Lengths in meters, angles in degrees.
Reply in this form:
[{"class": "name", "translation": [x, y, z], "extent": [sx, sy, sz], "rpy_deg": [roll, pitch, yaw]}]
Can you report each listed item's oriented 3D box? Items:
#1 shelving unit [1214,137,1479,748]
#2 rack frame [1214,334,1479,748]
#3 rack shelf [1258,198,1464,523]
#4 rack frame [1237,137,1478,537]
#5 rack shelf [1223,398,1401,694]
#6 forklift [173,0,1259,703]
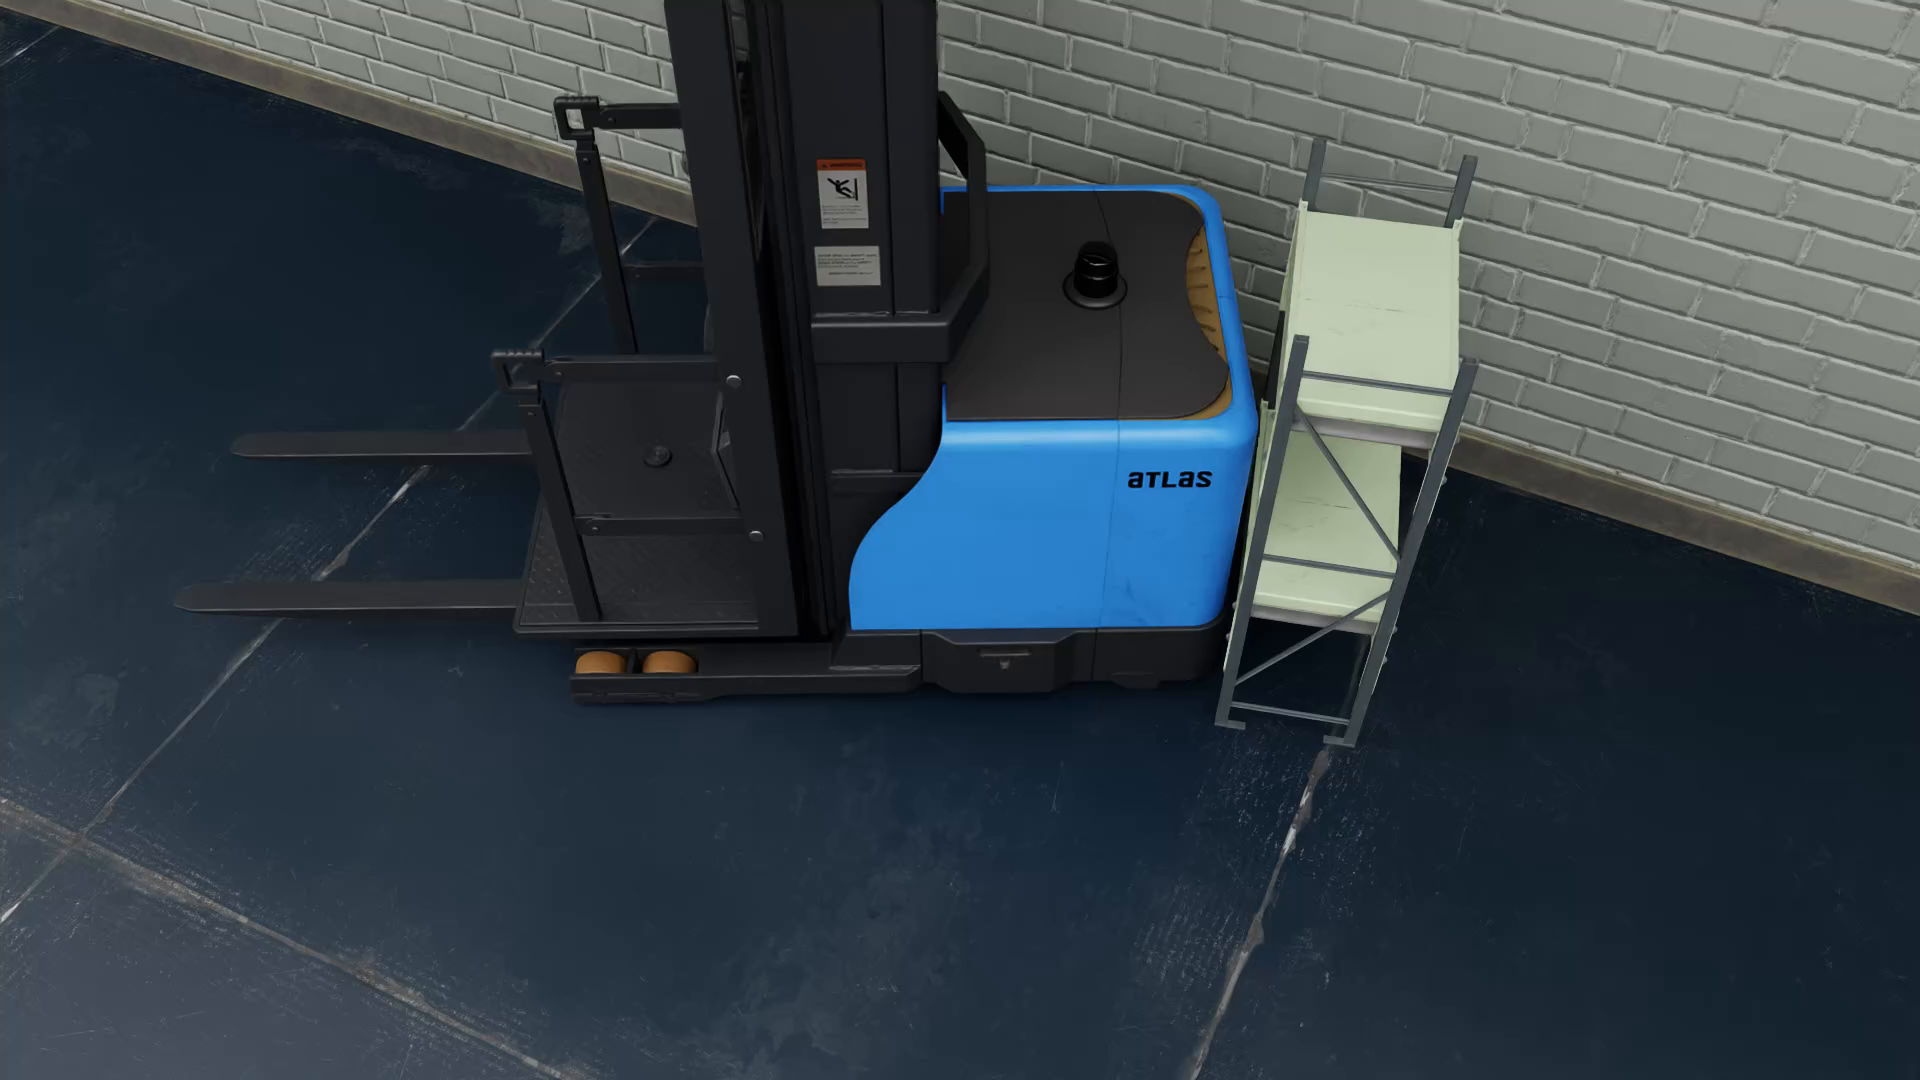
[{"class": "shelving unit", "translation": [1.002, -0.204, 4.439], "extent": [0.431, 1.500, 0.755], "rpy_deg": [9, 50, 7]}, {"class": "rack frame", "translation": [0.931, 0.070, 4.206], "extent": [0.400, 1.500, 0.023], "rpy_deg": [9, 50, 7]}, {"class": "rack shelf", "translation": [1.002, -0.457, 4.141], "extent": [0.431, 0.370, 0.720], "rpy_deg": [9, 50, 7]}, {"class": "rack frame", "translation": [1.073, -0.477, 4.671], "extent": [0.400, 1.500, 0.023], "rpy_deg": [9, 50, 7]}, {"class": "rack shelf", "translation": [1.002, 0.007, 4.687], "extent": [0.431, 0.370, 0.720], "rpy_deg": [9, 50, 7]}, {"class": "forklift", "translation": [-0.762, -0.883, 4.077], "extent": [3.031, 2.935, 1.130], "rpy_deg": [-1, 50, 0]}]
